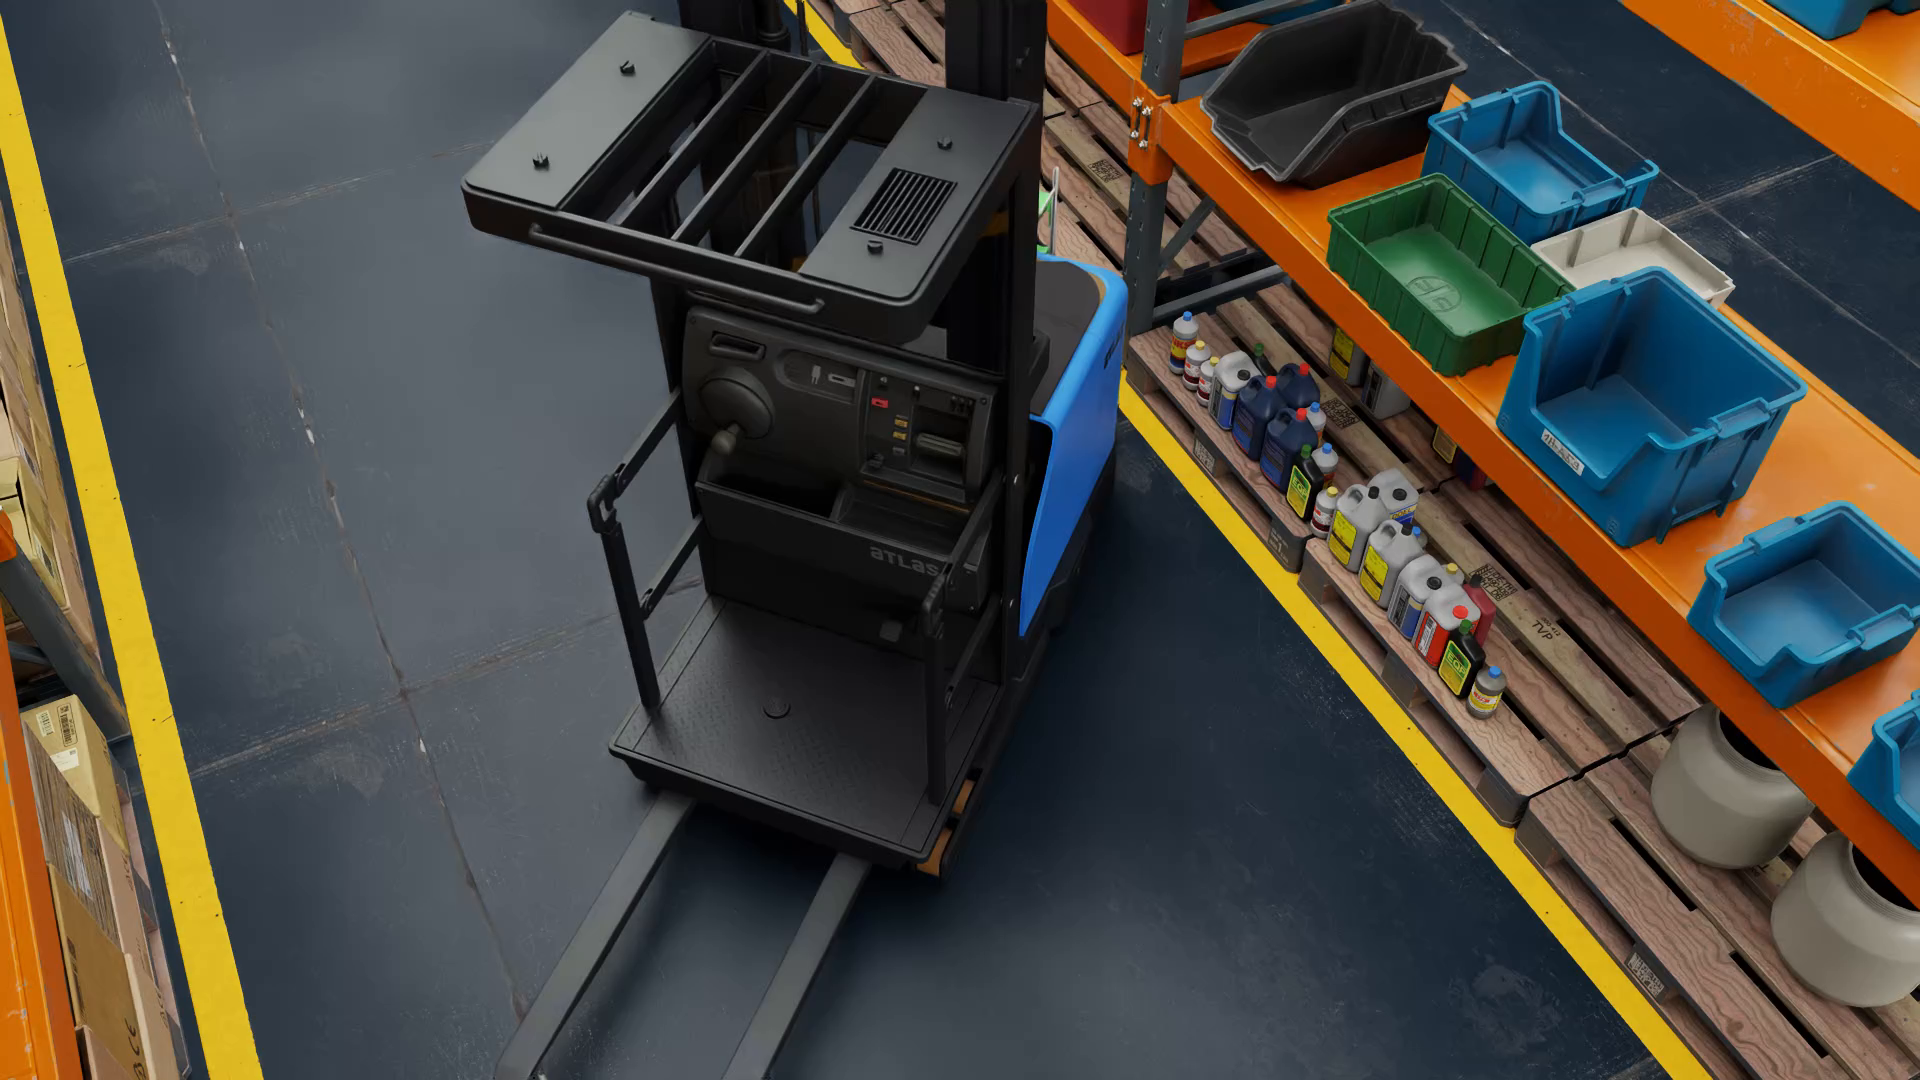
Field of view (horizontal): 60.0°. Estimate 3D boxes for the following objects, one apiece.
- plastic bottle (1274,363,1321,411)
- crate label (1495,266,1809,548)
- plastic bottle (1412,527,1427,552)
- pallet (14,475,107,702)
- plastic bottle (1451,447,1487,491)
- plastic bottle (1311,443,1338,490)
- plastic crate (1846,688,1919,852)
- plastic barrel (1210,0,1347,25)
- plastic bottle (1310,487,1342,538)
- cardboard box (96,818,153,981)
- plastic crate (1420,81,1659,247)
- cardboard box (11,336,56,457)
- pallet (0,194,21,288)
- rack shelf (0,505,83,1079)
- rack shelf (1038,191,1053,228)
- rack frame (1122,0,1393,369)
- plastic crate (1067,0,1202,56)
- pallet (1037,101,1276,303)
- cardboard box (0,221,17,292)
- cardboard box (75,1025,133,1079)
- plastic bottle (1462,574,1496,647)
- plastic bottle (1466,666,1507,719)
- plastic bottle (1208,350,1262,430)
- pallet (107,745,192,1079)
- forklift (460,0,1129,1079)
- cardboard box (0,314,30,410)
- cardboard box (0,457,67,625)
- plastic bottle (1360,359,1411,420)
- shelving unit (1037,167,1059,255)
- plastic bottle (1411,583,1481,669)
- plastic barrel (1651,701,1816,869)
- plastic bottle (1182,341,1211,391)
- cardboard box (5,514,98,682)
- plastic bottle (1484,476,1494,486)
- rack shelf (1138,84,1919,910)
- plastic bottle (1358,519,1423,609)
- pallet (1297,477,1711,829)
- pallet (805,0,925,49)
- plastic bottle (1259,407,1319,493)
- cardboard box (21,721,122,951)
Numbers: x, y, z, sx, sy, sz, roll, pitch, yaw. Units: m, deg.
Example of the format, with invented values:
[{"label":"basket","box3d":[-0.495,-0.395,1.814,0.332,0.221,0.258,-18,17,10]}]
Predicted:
[{"label":"plastic bottle","box3d":[1.243,-0.531,6.189,0.144,0.351,0.185,-21,52,-18]},{"label":"crate label","box3d":[1.862,-0.365,4.553,0.502,0.435,0.616,-21,52,-18]},{"label":"plastic bottle","box3d":[1.568,0.032,5.796,0.097,0.201,0.097,0,49,0]},{"label":"pallet","box3d":[-3.664,0.250,5.891,1.003,0.211,1.213,-21,52,-18]},{"label":"plastic bottle","box3d":[1.877,-0.319,6.048,0.061,0.283,0.133,-21,52,-18]},{"label":"plastic bottle","box3d":[1.301,-0.243,5.990,0.097,0.271,0.097,0,49,0]},{"label":"plastic crate","box3d":[2.449,0.602,3.829,0.499,0.251,0.616,-21,52,-18]},{"label":"plastic barrel","box3d":[1.207,-2.420,6.040,0.600,0.901,0.708,-21,52,-18]},{"label":"plastic bottle","box3d":[1.310,-0.108,5.919,0.097,0.201,0.097,0,49,0]},{"label":"cardboard box","box3d":[-2.665,1.152,4.797,0.500,0.250,0.500,-21,52,-18]},{"label":"plastic crate","box3d":[1.862,-1.196,5.402,0.499,0.251,0.616,-21,52,-18]},{"label":"cardboard box","box3d":[-3.728,-0.465,6.211,0.500,0.250,0.500,-23,53,-19]},{"label":"pallet","box3d":[-4.780,-1.383,7.319,1.003,0.211,1.213,-21,52,-18]},{"label":"rack shelf","box3d":[-2.377,1.387,3.522,1.077,0.370,4.000,-21,52,-18]},{"label":"rack shelf","box3d":[0.067,-1.162,5.917,0.480,0.148,0.258,17,51,14]},{"label":"rack frame","box3d":[1.114,-1.892,5.912,1.000,3.000,0.127,-21,52,-18]},{"label":"plastic crate","box3d":[0.620,-2.131,6.079,0.402,0.464,0.583,-21,52,-18]},{"label":"pallet","box3d":[0.720,-1.486,7.409,1.003,0.211,1.213,-21,52,-18]},{"label":"cardboard box","box3d":[-4.198,-1.149,6.810,0.500,0.250,0.500,-20,52,-17]},{"label":"cardboard box","box3d":[-2.193,1.569,3.935,0.500,0.500,0.500,-21,52,-18]},{"label":"plastic bottle","box3d":[1.718,0.241,5.558,0.061,0.283,0.133,-21,52,-18]},{"label":"plastic bottle","box3d":[1.714,0.484,5.401,0.097,0.201,0.097,0,49,0]},{"label":"plastic bottle","box3d":[1.042,-0.569,6.272,0.152,0.276,0.135,-19,52,-16]},{"label":"pallet","box3d":[-2.965,1.277,4.993,1.003,0.211,1.213,-21,52,-18]},{"label":"forklift","box3d":[-0.431,-0.262,4.532,1.130,2.935,3.031,17,51,14]},{"label":"cardboard box","box3d":[-3.722,-0.651,6.002,0.500,0.311,0.500,-23,53,-19]},{"label":"cardboard box","box3d":[-3.260,0.032,5.405,0.500,0.311,0.500,-21,52,-17]},{"label":"plastic bottle","box3d":[1.633,-0.612,6.310,0.152,0.276,0.135,-21,52,-18]},{"label":"shelving unit","box3d":[0.067,-0.888,6.230,0.503,1.200,0.258,17,51,14]},{"label":"plastic bottle","box3d":[1.623,0.281,5.529,0.152,0.276,0.135,-21,52,-17]},{"label":"plastic barrel","box3d":[2.346,0.717,5.004,0.421,0.512,0.421,0,49,0]},{"label":"plastic bottle","box3d":[0.917,-0.683,6.421,0.097,0.201,0.097,0,49,0]},{"label":"cardboard box","box3d":[-3.256,0.224,5.609,0.500,0.250,0.500,-22,52,-18]},{"label":"plastic bottle","box3d":[1.971,-0.353,6.084,0.152,0.276,0.135,-20,52,-17]},{"label":"rack shelf","box3d":[2.029,-0.316,5.012,1.077,0.370,4.000,-21,52,-18]},{"label":"plastic bottle","box3d":[1.480,0.054,5.678,0.144,0.351,0.185,-19,52,-16]},{"label":"pallet","box3d":[1.947,0.308,5.841,1.003,0.211,1.213,-21,52,-18]},{"label":"pallet","box3d":[-0.396,-3.119,8.838,1.003,0.211,1.213,-21,52,-18]},{"label":"plastic bottle","box3d":[1.201,-0.355,6.035,0.144,0.351,0.185,-23,53,-19]},{"label":"cardboard box","box3d":[-2.667,0.906,4.515,0.500,0.500,0.500,-21,52,-18]}]
